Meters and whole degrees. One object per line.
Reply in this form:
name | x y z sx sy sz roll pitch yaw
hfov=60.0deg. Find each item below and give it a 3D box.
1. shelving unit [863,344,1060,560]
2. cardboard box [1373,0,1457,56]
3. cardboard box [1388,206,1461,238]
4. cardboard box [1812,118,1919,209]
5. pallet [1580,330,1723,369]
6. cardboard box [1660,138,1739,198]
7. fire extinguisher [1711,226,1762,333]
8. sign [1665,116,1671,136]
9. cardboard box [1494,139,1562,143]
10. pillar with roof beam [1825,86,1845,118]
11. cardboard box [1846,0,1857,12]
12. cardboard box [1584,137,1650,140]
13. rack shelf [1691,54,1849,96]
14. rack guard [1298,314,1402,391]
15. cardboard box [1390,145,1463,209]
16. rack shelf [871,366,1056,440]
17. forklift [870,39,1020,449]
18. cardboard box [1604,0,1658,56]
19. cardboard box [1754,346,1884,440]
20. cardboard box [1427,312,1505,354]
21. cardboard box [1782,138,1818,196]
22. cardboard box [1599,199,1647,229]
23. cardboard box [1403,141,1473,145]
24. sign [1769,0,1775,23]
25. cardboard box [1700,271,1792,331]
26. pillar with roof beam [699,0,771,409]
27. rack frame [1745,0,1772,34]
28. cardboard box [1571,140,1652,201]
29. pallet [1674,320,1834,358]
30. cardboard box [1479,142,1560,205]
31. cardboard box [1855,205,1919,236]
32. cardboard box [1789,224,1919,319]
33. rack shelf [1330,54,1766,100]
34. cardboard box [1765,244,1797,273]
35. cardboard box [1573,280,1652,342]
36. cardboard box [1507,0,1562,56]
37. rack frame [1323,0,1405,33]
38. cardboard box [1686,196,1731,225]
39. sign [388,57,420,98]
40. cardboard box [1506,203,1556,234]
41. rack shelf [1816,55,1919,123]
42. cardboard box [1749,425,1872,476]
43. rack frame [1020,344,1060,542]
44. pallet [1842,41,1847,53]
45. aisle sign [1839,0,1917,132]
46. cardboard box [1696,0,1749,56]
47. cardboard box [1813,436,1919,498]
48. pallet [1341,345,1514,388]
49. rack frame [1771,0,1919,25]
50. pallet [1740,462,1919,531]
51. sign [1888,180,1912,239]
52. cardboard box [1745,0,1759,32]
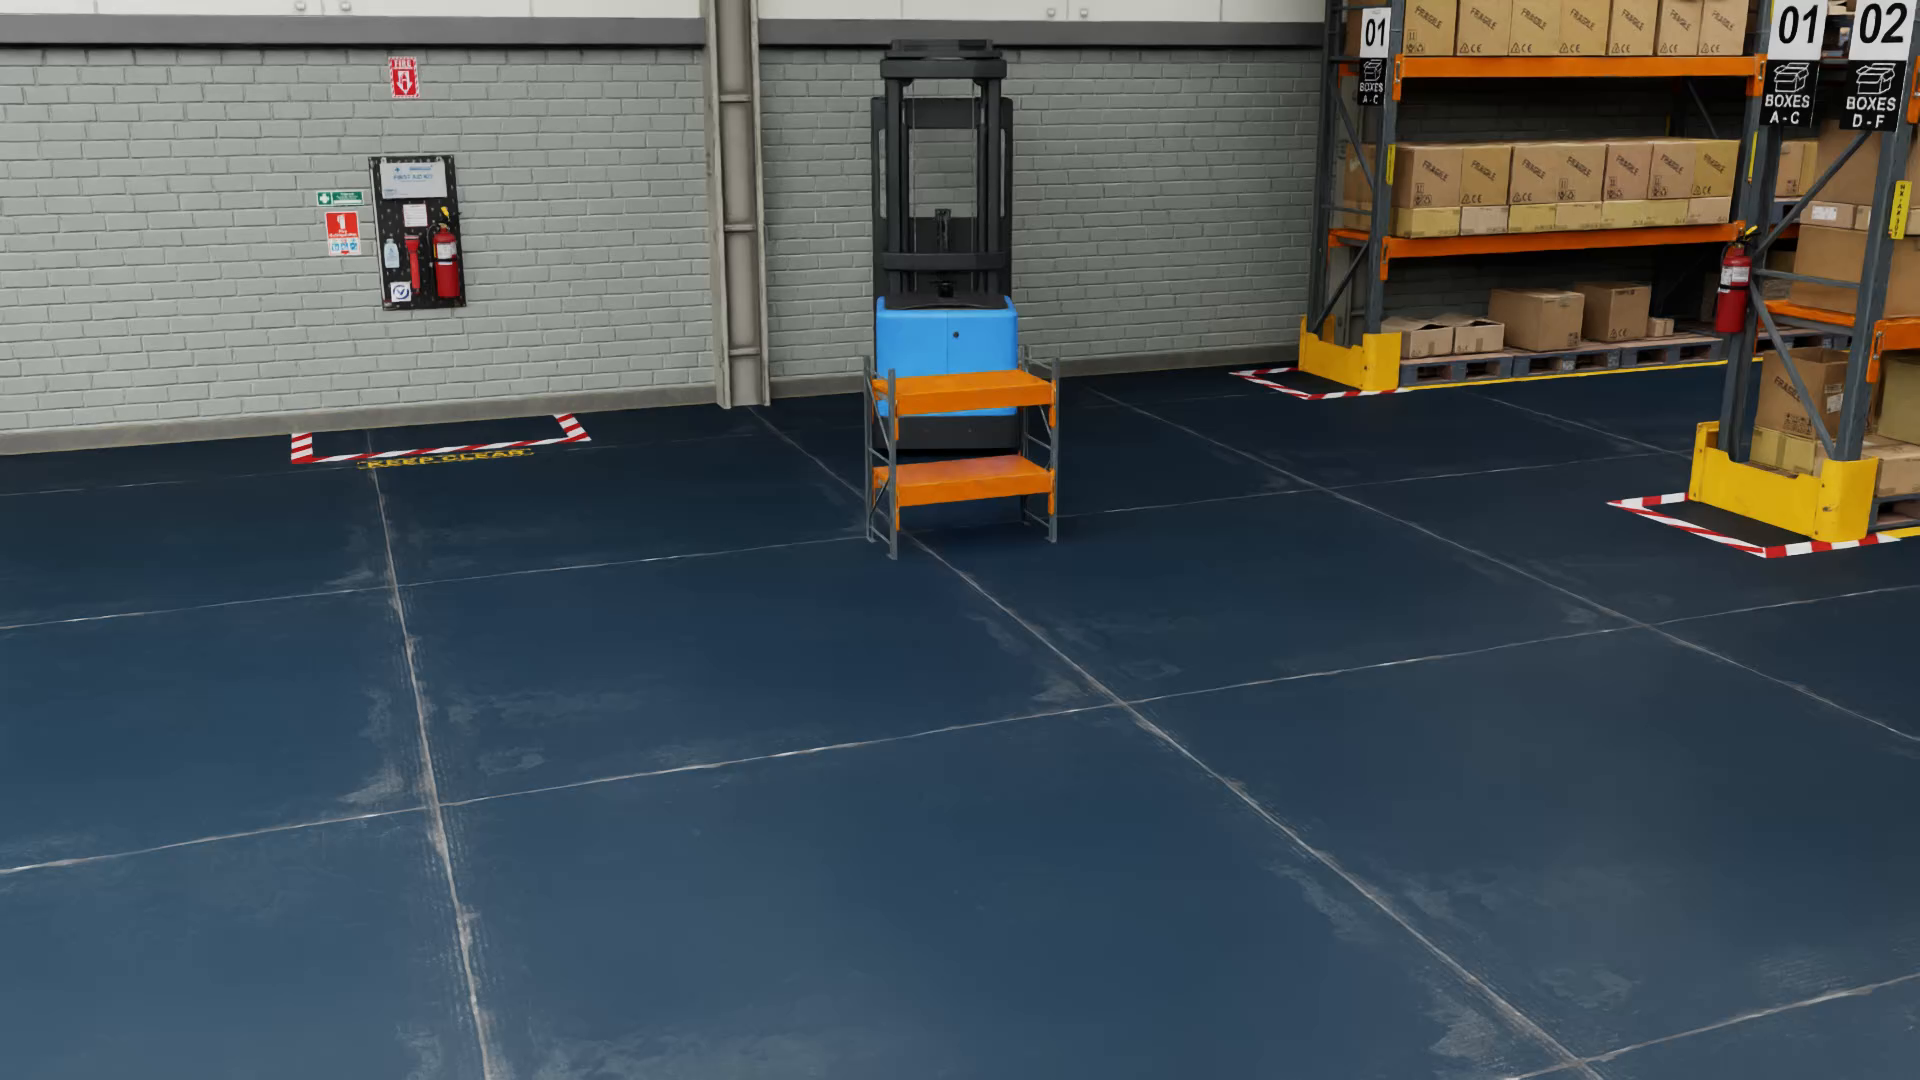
shelving unit | 0.006 -0.540 9.942 1.048 1.125 0.538 -6 17 -20
cardboard box | 3.835 -4.358 14.080 0.500 0.500 0.500 -6 17 -19
cardboard box | 4.003 -2.797 14.530 0.500 0.250 0.500 -7 18 -22
cardboard box | 5.700 -2.310 10.162 0.500 0.500 0.700 -6 17 -20
pallet | 6.554 -1.882 16.133 1.213 0.211 1.003 -6 17 -20
cardboard box | 6.838 -3.465 15.475 0.500 0.500 0.500 -6 17 -20
fire extinguisher | 4.933 -1.664 10.578 0.183 0.674 0.296 -6 17 -20
sign | 6.967 -3.998 16.335 0.005 0.325 0.100 -6 17 -20
cardboard box | 5.223 -3.447 15.412 0.500 0.500 0.500 -6 17 -19
pillar with roof beam | 10.921 -5.543 13.002 0.400 9.000 9.100 -6 17 -20
cardboard box | 5.748 -3.405 9.869 0.637 0.503 0.797 -5 17 -16
cardboard box | 6.171 -3.551 15.766 0.500 0.500 0.500 -6 17 -20
rack shelf | 9.036 -4.593 16.367 4.000 0.370 1.077 -6 17 -20
rack guard | 3.505 -1.702 15.007 0.348 0.500 1.175 -6 17 -20
cardboard box | 3.987 -3.160 14.436 0.500 0.500 0.500 -6 17 -20
rack shelf | 0.006 -0.821 9.860 1.000 0.278 0.538 -6 17 -20
forklift | -0.150 -2.428 13.166 1.130 2.935 3.031 -1 16 -2
cardboard box | 5.805 -4.564 14.781 0.500 0.500 0.500 -7 18 -22
cardboard box | 5.604 -0.965 10.865 0.500 0.500 0.500 -6 17 -20
cardboard box | 4.644 -1.918 15.298 0.500 0.311 0.500 -5 17 -15
cardboard box | 8.181 -3.653 16.255 0.500 0.500 0.700 -4 17 -14
cardboard box | 5.903 -3.004 15.236 0.500 0.250 0.500 -6 17 -20
cardboard box | 4.271 -3.343 15.058 0.500 0.500 0.500 -6 17 -19
sign | 7.370 -4.842 15.023 0.005 0.325 0.100 -6 17 -20
cardboard box | 7.850 -2.387 16.560 0.500 0.500 0.700 -6 17 -18
pillar with roof beam | -0.285 -4.333 8.882 0.400 9.000 9.100 -6 17 -20
rack frame | 7.169 -6.175 15.157 0.127 3.000 1.000 -6 17 -20
cardboard box | 5.900 -3.366 15.135 0.500 0.500 0.500 -7 18 -22
pallet | 7.895 -2.038 16.663 1.213 0.211 1.003 -6 17 -20
cardboard box | 4.937 -3.258 14.768 0.500 0.500 0.500 -7 18 -22
cardboard box | 5.653 -1.933 10.028 0.250 0.149 0.380 -6 18 -20
cardboard box | 5.650 -1.682 10.326 0.500 0.500 0.700 -6 17 -20
rack shelf | 5.301 -4.189 14.994 4.000 0.370 1.077 -6 17 -20
cardboard box | 8.260 -2.792 16.608 0.500 0.250 0.500 -7 18 -21
cardboard box | 6.214 -2.194 15.900 0.500 0.500 0.500 -8 18 -24
cardboard box | 4.833 -4.457 14.414 0.500 0.500 0.500 -5 17 -18
rack frame | 3.434 -5.772 13.783 0.127 3.000 1.000 -6 17 -20
cardboard box | 6.835 -3.107 15.586 0.500 0.250 0.500 -6 17 -20
sign | -4.189 -3.485 12.530 0.199 0.298 0.001 -6 17 -20
cardboard box | 4.960 -2.903 14.891 0.500 0.250 0.500 -6 18 -21
rack shelf | 7.077 -2.886 10.557 4.000 0.370 1.077 -6 17 -20
cardboard box | 5.605 -0.605 10.969 0.500 0.250 0.500 -6 17 -20
rack frame | 0.481 -0.592 10.117 0.032 1.125 0.500 -6 17 -20
pallet | 8.751 -4.786 16.081 1.003 0.211 1.213 -6 17 -20
aisle sign | 5.258 -2.751 9.528 0.004 0.787 0.394 -6 17 -20
cardboard box | 6.783 -4.678 15.167 0.500 0.500 0.500 -6 17 -19
cardboard box | 5.790 -0.468 10.505 0.500 0.250 0.500 -6 17 -20
pallet | 4.276 -1.636 15.295 1.213 0.211 1.003 -6 17 -20
rack frame | 5.210 -4.469 9.346 0.127 3.000 1.000 -6 17 -20
pallet | 5.909 -0.341 10.885 1.213 0.211 1.003 -6 17 -20
sign | 5.403 -1.897 9.559 0.005 0.325 0.100 -6 17 -20
cardboard box | 7.708 -5.020 15.622 0.500 0.500 0.500 -4 17 -12
